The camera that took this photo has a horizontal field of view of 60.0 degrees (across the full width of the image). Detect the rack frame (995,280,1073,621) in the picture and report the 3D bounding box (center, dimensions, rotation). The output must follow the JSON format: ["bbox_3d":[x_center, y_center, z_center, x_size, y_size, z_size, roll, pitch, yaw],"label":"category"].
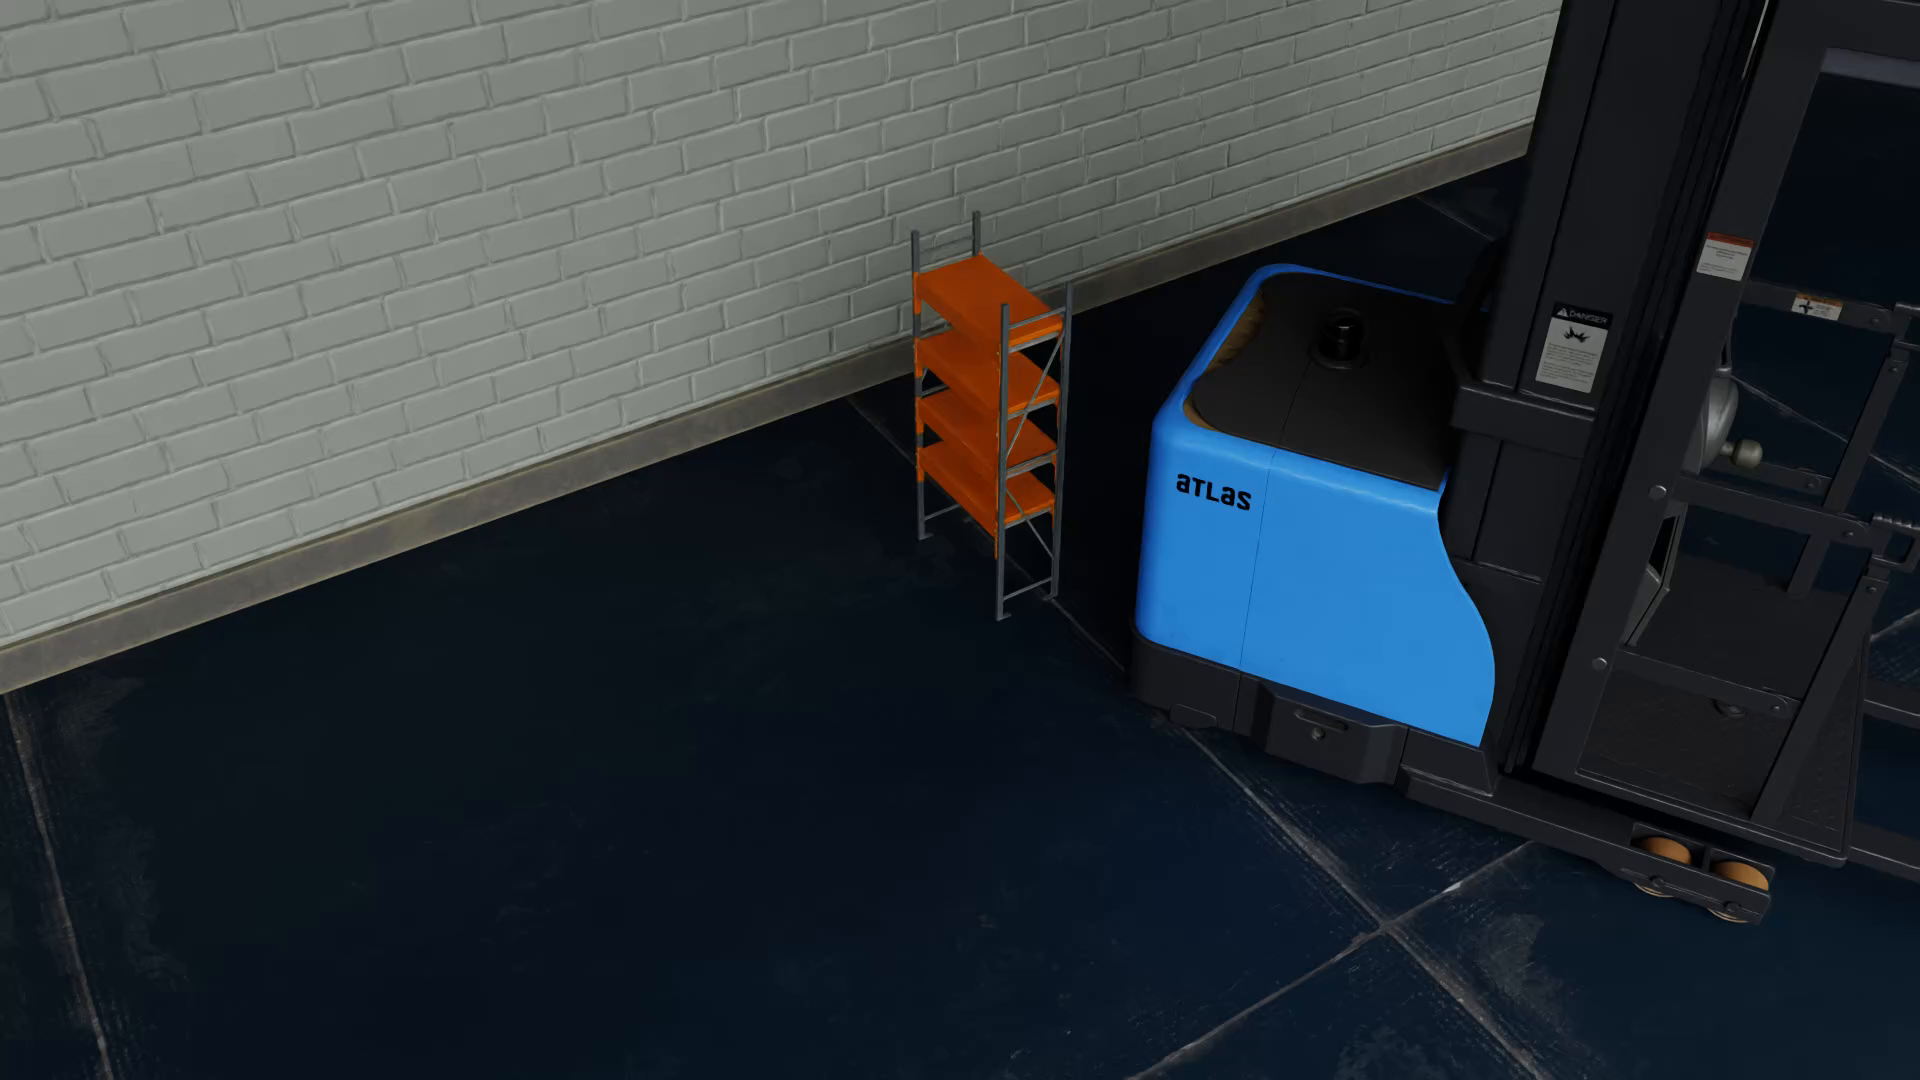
[{"bbox_3d":[0.220,-0.240,5.101,0.240,1.200,0.015,-22,45,-24],"label":"rack frame"}]

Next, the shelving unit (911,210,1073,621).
[{"bbox_3d":[0.089,-0.372,5.259,0.258,1.200,0.503,-22,45,-24],"label":"shelving unit"}]

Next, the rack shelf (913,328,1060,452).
[{"bbox_3d":[0.089,-0.492,5.159,0.258,0.148,0.480,-22,45,-24],"label":"rack shelf"}]

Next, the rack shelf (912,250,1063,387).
[{"bbox_3d":[0.089,-0.673,5.007,0.258,0.148,0.480,-22,45,-24],"label":"rack shelf"}]

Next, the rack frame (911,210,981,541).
[{"bbox_3d":[-0.042,-0.503,5.417,0.240,1.200,0.015,-22,45,-24],"label":"rack frame"}]

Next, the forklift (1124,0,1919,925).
[{"bbox_3d":[2.060,-0.482,4.039,3.031,2.935,1.130,17,43,20],"label":"forklift"}]

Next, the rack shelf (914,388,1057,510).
[{"bbox_3d":[0.089,-0.320,5.302,0.258,0.148,0.480,-22,45,-24],"label":"rack shelf"}]

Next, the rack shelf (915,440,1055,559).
[{"bbox_3d":[0.089,-0.167,5.429,0.258,0.148,0.480,-22,45,-24],"label":"rack shelf"}]
